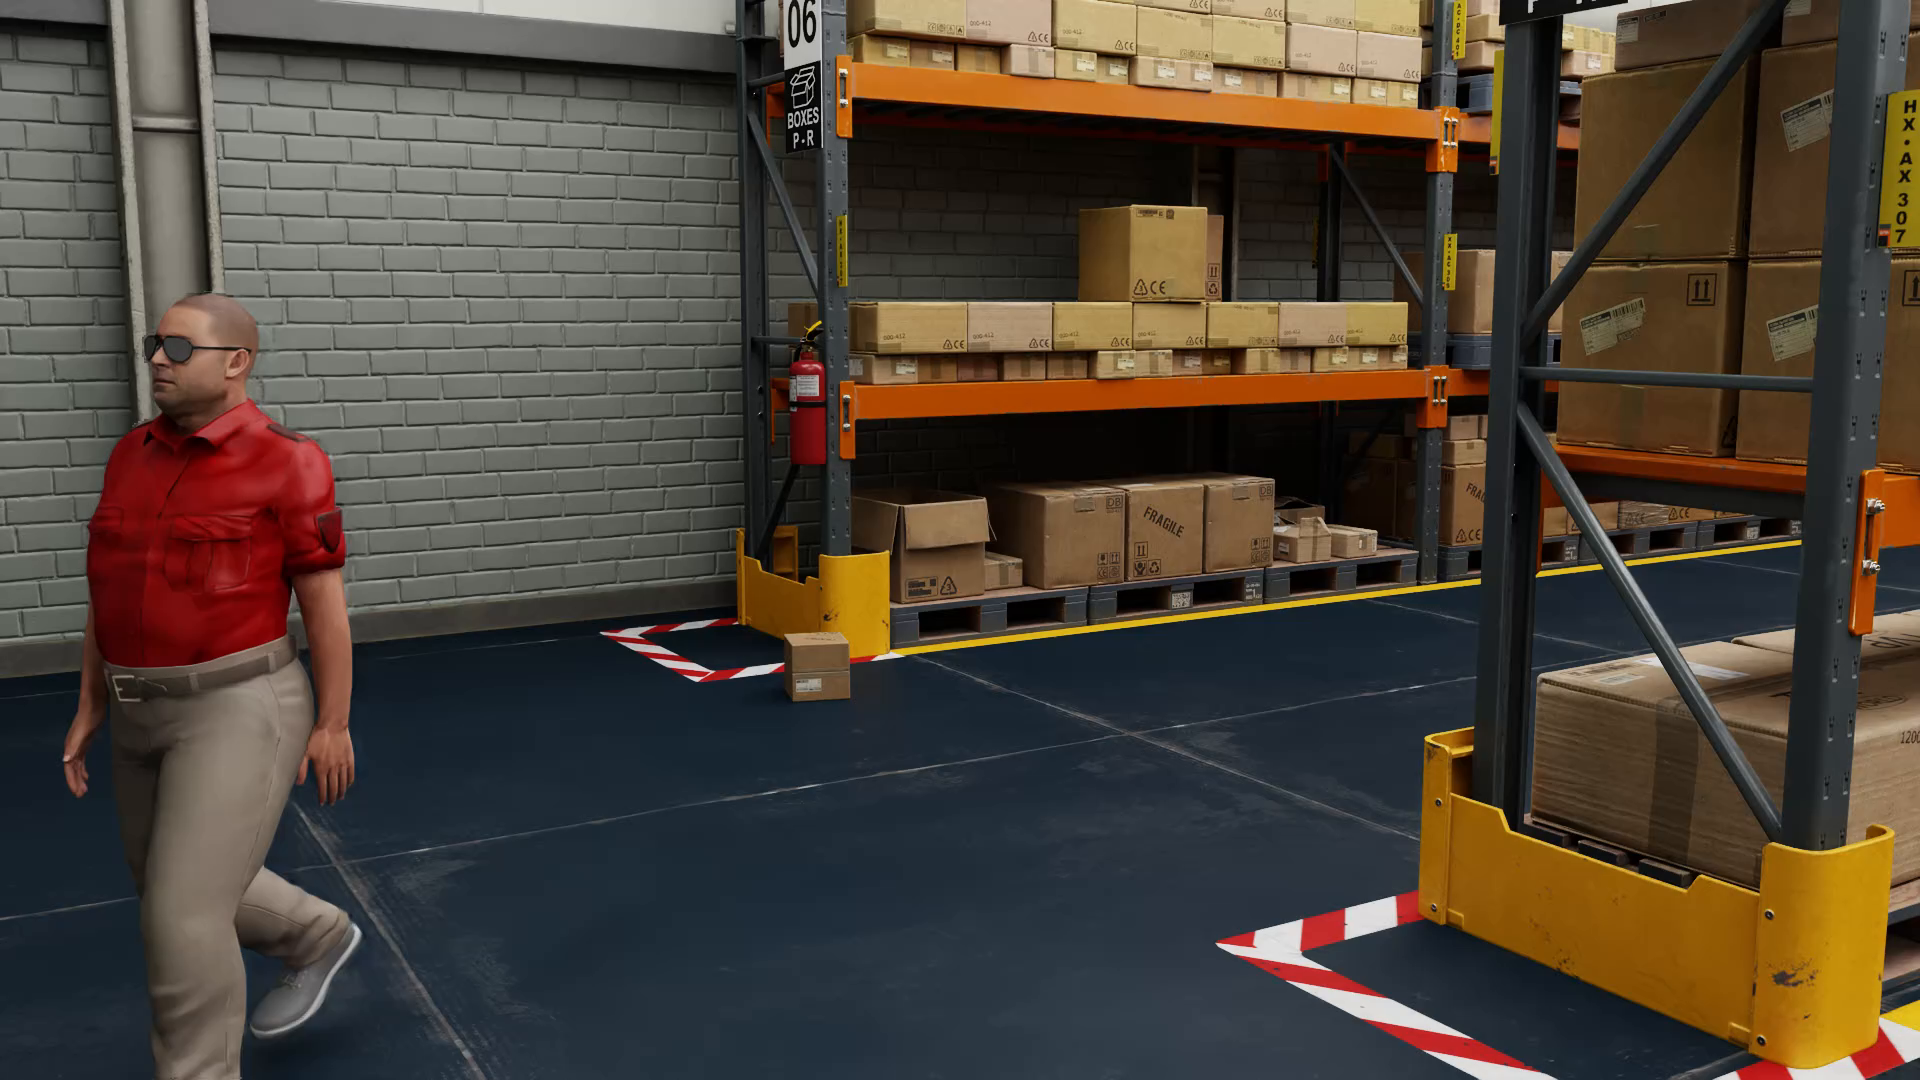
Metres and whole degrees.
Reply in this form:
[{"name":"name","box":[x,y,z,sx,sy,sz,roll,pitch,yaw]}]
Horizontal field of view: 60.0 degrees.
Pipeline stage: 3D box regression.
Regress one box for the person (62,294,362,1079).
[{"name":"person","box":[-1.517,0.352,3.377,0.541,1.685,0.928,3,9,22]}]
